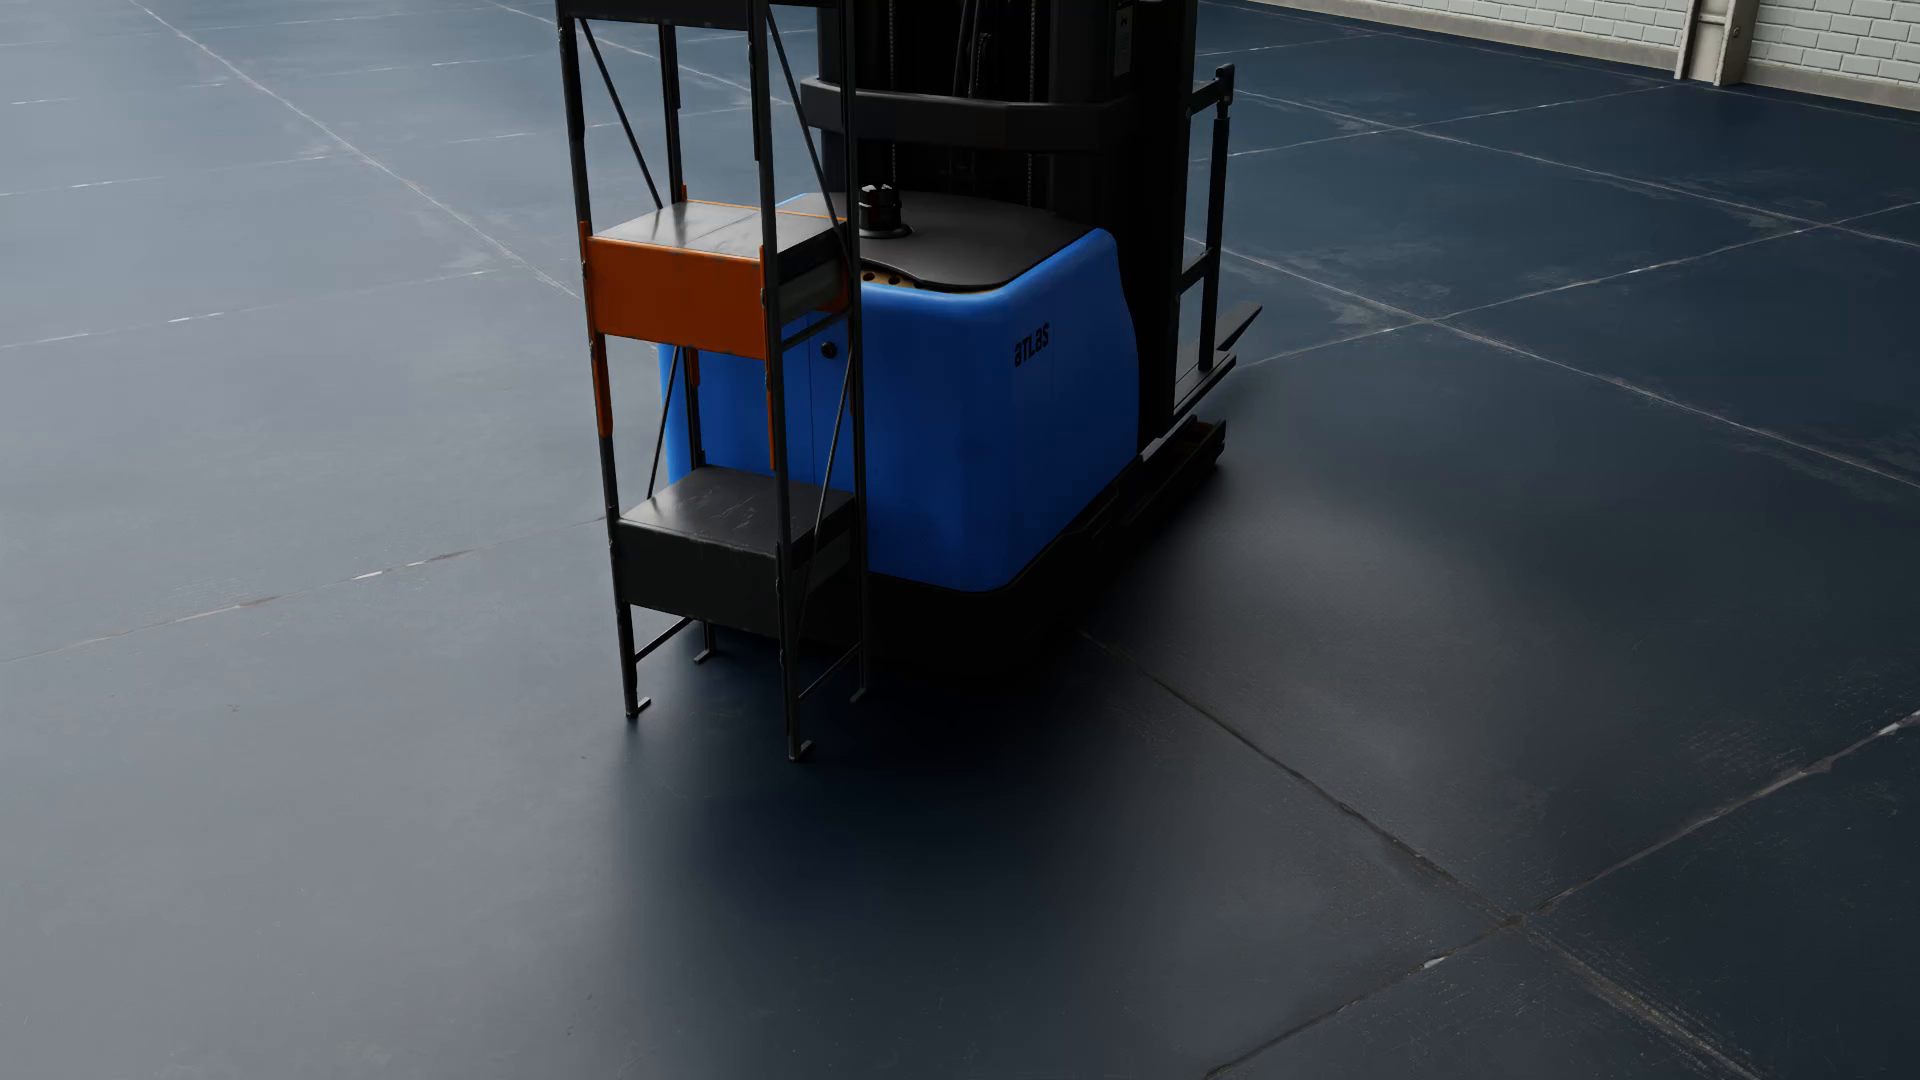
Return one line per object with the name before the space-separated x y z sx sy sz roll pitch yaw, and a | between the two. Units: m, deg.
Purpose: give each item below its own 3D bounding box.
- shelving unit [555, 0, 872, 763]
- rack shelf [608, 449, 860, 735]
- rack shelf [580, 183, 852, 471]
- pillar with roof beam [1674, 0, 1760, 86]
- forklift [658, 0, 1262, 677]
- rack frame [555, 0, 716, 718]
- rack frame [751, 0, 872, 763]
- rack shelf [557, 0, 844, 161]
shelving unit | -0.548 -0.525 3.903 0.503 2.100 0.431 12 28 23
rack shelf | -0.548 0.120 4.208 0.480 0.518 0.431 12 28 23
rack shelf | -0.548 -0.513 3.909 0.480 0.518 0.431 12 28 23
pillar with roof beam | 2.103 -6.575 8.636 9.100 9.000 0.400 -16 29 -30
forklift | 0.272 -1.568 5.139 1.130 2.935 3.031 12 28 23
rack frame | -0.768 -0.570 3.999 0.015 2.100 0.400 12 28 23
rack frame | -0.328 -0.481 3.808 0.015 2.100 0.400 12 28 23
rack shelf | -0.548 -1.146 3.610 0.480 0.518 0.431 12 28 23
